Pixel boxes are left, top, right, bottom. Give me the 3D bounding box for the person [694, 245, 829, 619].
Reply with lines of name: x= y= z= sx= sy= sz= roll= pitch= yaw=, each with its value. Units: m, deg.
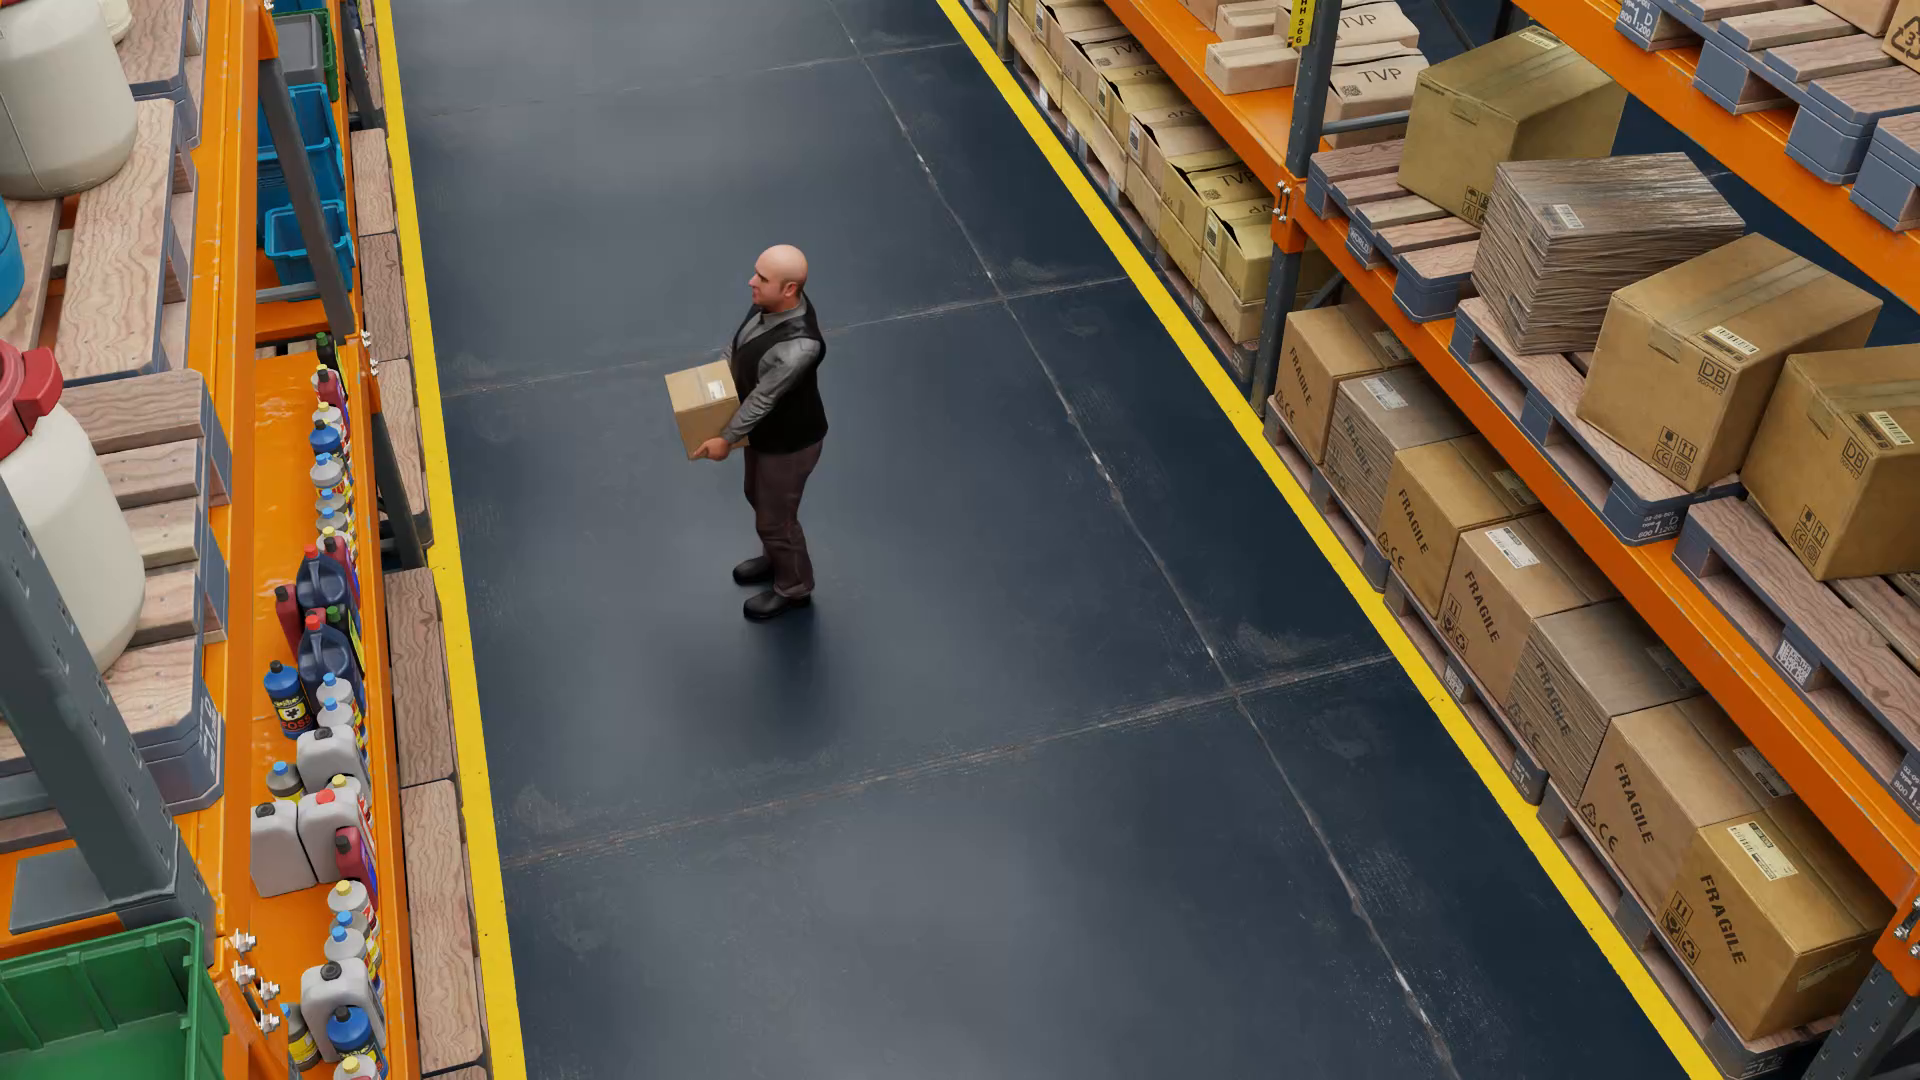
person: x=-0.802 y=-0.409 z=6.640 sx=0.550 sy=1.711 sz=0.494 roll=-11 pitch=43 yaw=-12
